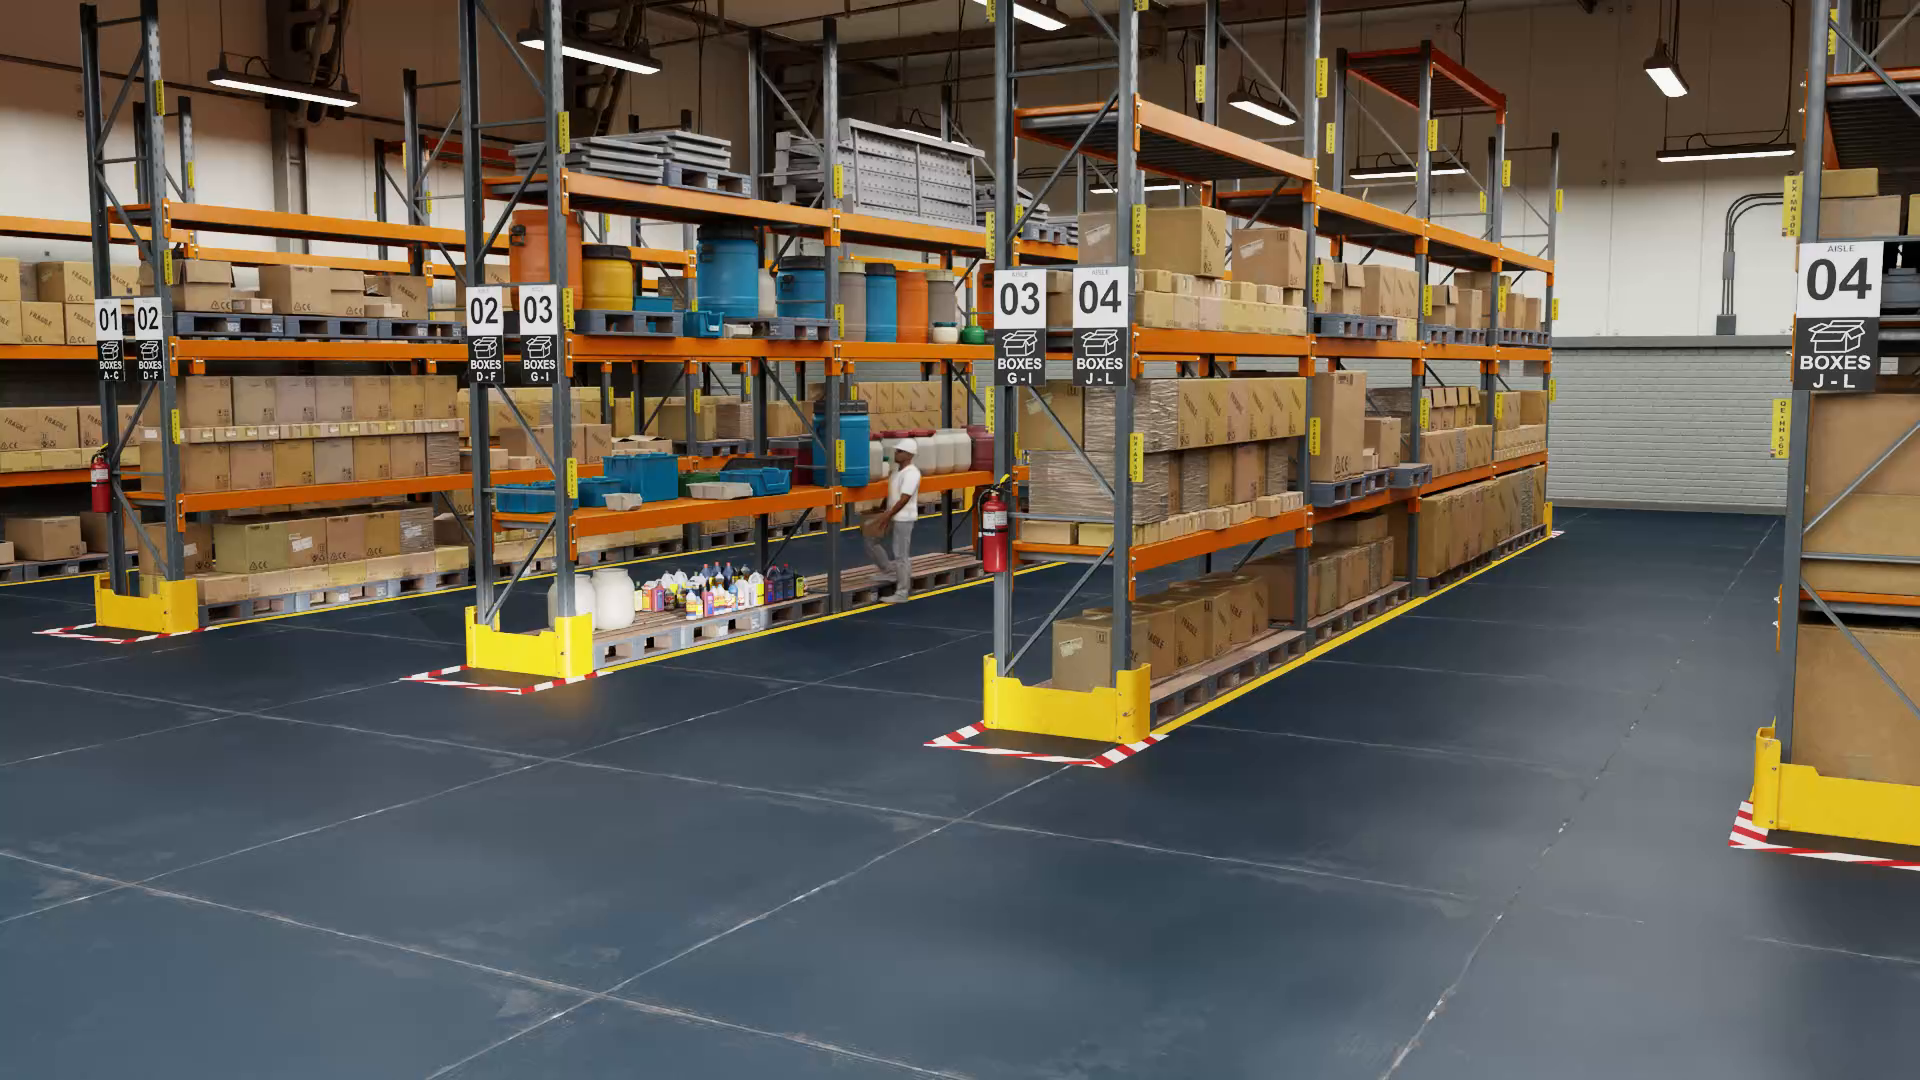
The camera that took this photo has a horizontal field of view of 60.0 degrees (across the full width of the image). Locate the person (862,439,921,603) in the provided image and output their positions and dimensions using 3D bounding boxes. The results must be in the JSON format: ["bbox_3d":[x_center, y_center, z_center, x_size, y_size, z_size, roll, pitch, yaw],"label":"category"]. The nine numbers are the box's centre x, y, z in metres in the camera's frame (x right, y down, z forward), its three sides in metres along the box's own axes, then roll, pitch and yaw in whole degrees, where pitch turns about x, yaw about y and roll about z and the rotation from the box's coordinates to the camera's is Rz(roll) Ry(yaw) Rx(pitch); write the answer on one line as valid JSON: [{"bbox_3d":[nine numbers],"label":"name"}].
[{"bbox_3d":[-0.737,-0.206,17.963,0.581,1.766,0.584,-2,6,-20],"label":"person"}]
